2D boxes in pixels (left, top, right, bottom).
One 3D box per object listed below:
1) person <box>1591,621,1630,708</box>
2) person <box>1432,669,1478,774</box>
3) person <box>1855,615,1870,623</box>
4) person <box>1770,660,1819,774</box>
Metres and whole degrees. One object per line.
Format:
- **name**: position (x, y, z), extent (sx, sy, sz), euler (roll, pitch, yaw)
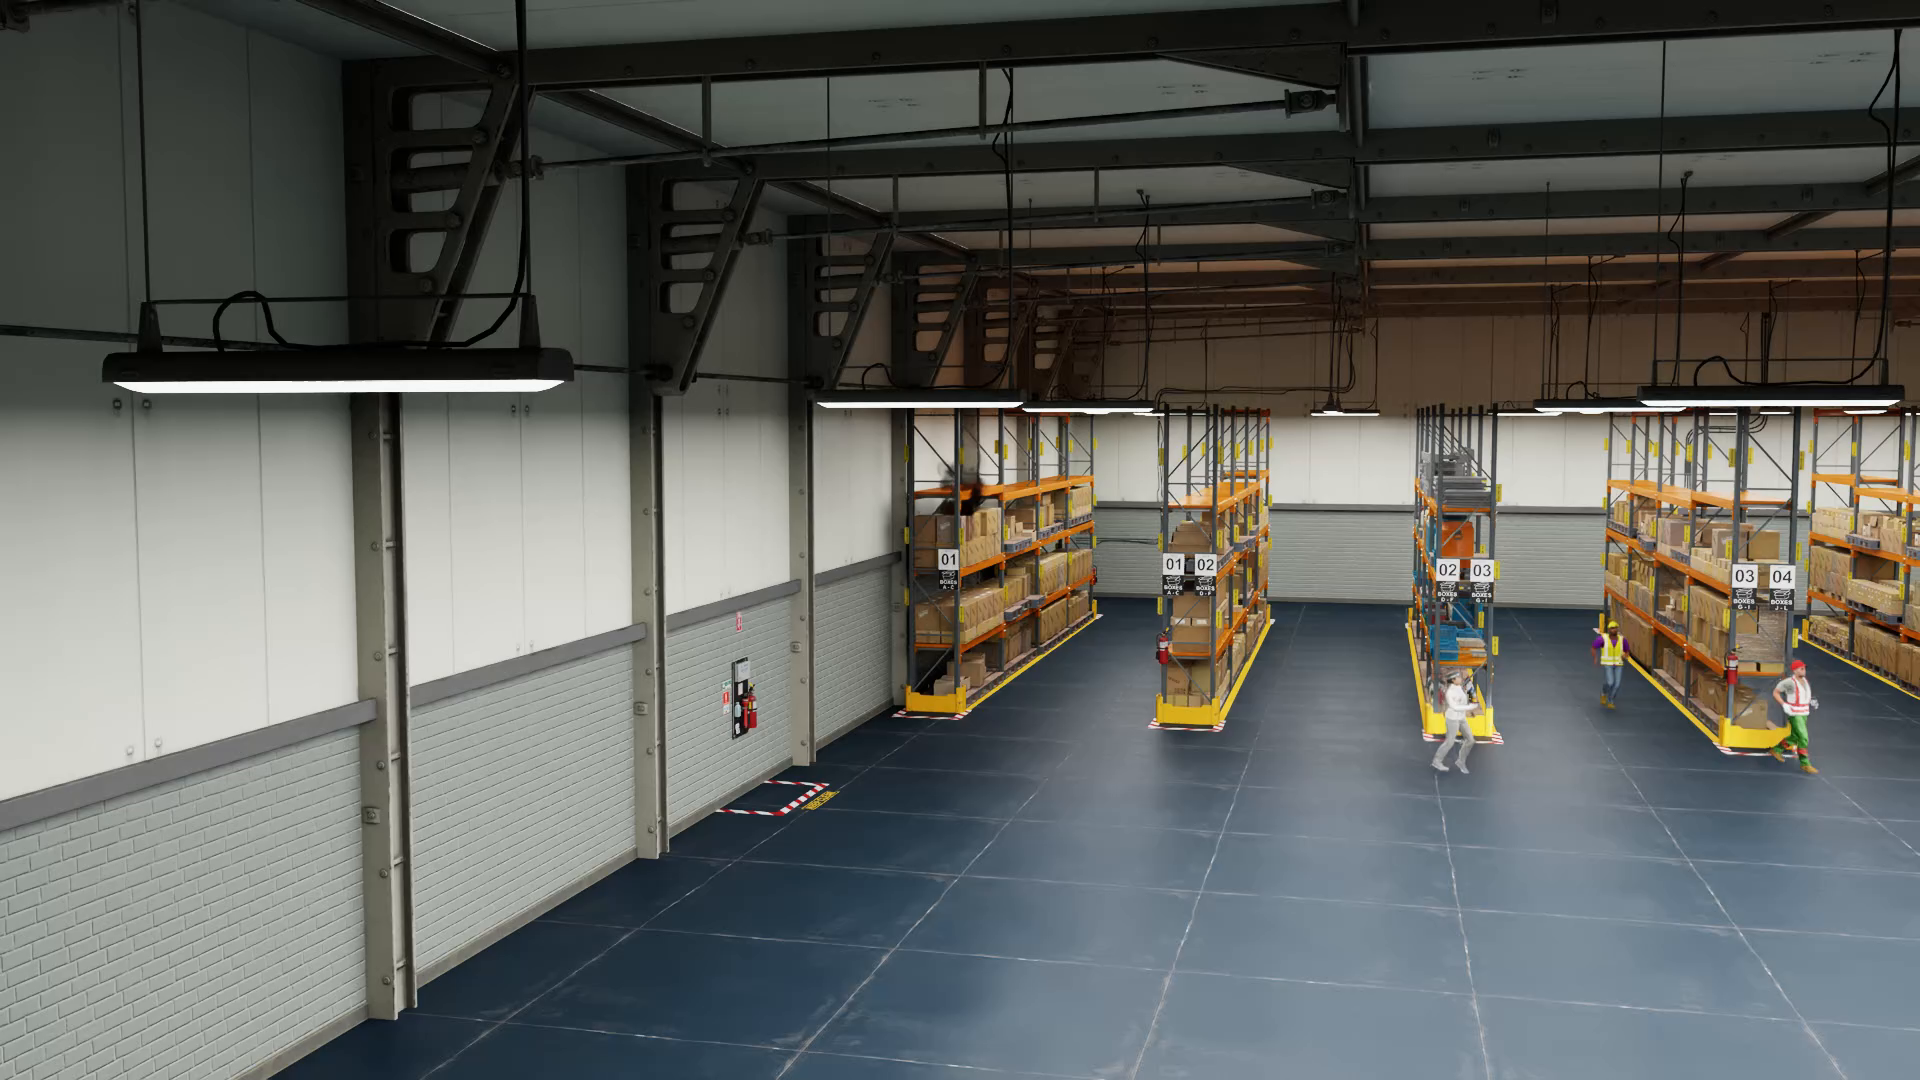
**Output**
- **person**: position (12.851, 2.468, 32.759), extent (0.692, 1.724, 0.607), euler (0, 4, 5)
- **person**: position (7.999, 2.940, 26.810), extent (0.720, 1.747, 0.594), euler (3, 5, 37)
- **person**: position (23.710, 1.657, 43.768), extent (0.713, 1.714, 0.683), euler (-2, 5, -24)
- **person**: position (13.615, 2.849, 27.130), extent (0.655, 1.789, 0.889), euler (-2, 5, -29)
